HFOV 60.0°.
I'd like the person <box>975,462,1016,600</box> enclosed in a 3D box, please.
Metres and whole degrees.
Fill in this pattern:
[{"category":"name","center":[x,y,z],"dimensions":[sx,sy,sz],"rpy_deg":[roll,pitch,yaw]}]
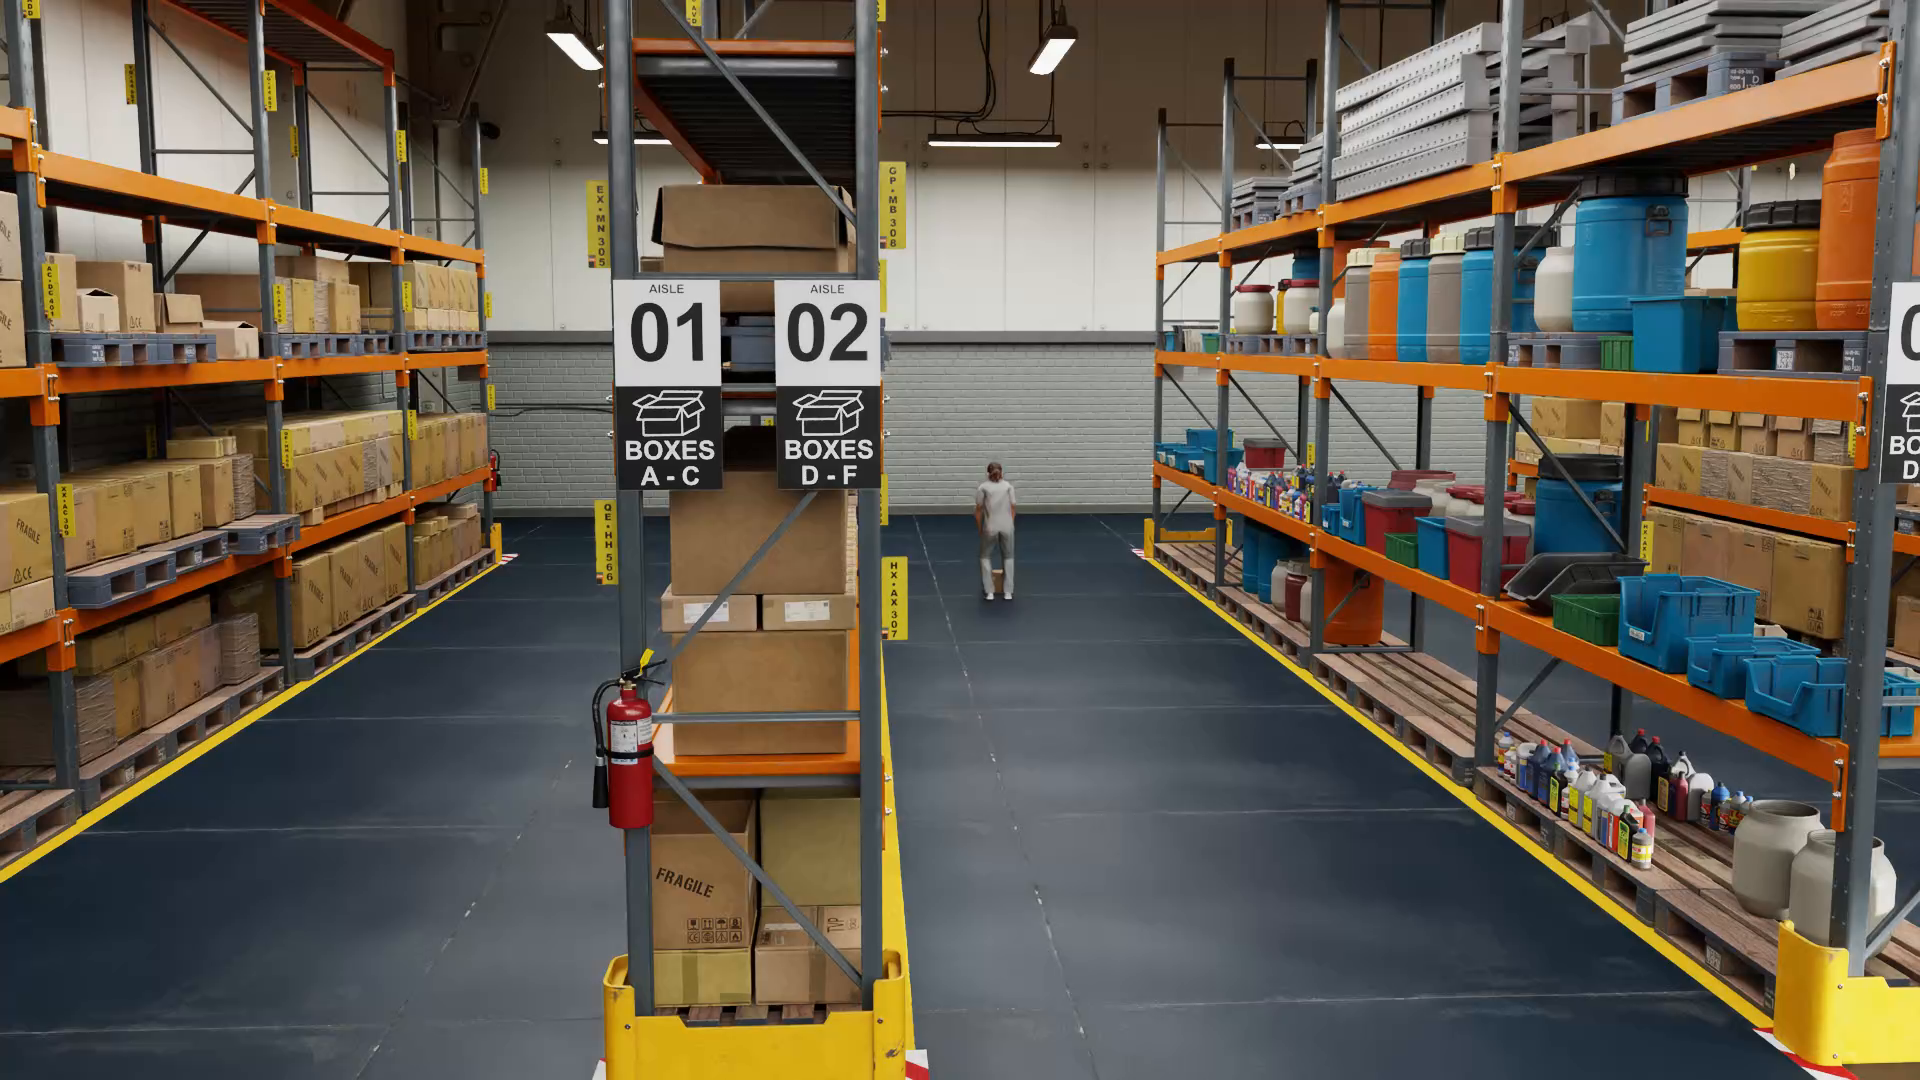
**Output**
[{"category":"person","center":[0.404,-0.101,19.074],"dimensions":[0.475,1.566,0.467],"rpy_deg":[0,7,-2]}]
